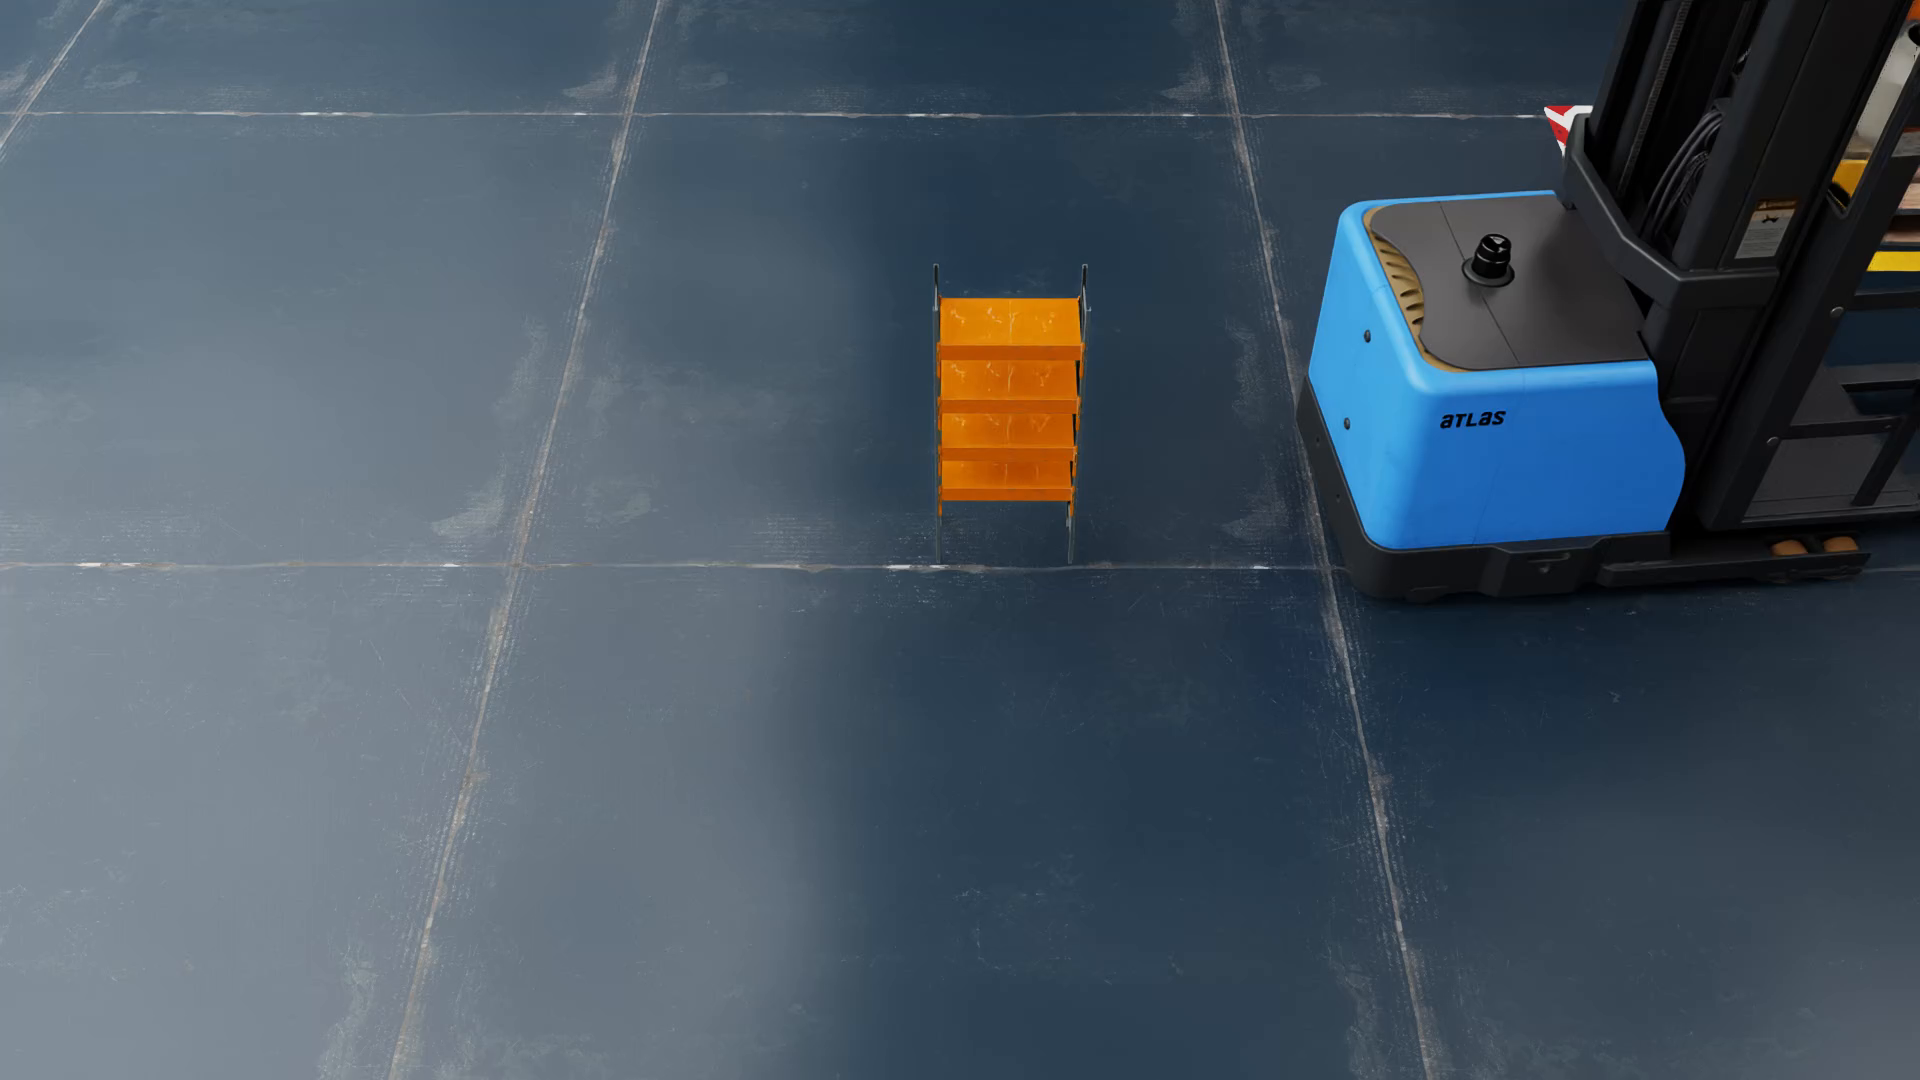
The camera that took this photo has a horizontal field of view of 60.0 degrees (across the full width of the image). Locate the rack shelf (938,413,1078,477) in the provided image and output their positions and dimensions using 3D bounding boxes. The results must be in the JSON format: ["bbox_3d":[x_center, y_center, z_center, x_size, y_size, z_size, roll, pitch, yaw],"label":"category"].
[{"bbox_3d":[0.166,-0.363,5.860,0.480,0.148,0.258,0,47,0],"label":"rack shelf"}]

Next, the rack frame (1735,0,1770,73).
[{"bbox_3d":[3.672,-2.680,6.695,0.127,3.000,1.000,0,47,0],"label":"rack frame"}]

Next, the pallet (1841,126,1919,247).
[{"bbox_3d":[4.561,-1.758,7.742,1.213,0.211,1.003,0,47,0],"label":"pallet"}]

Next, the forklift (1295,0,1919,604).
[{"bbox_3d":[2.881,-1.224,5.387,3.031,2.935,1.130,-4,47,-4],"label":"forklift"}]

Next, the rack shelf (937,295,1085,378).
[{"bbox_3d":[0.166,-0.676,5.523,0.480,0.148,0.258,0,47,0],"label":"rack shelf"}]

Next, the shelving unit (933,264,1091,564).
[{"bbox_3d":[0.166,-0.408,5.810,0.503,1.200,0.258,0,47,0],"label":"shelving unit"}]

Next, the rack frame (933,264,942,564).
[{"bbox_3d":[-0.078,-0.409,5.811,0.015,1.200,0.240,0,47,0],"label":"rack frame"}]

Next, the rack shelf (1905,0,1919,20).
[{"bbox_3d":[5.672,-2.429,6.953,4.000,0.370,1.077,0,47,0],"label":"rack shelf"}]

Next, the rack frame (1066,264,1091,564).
[{"bbox_3d":[0.410,-0.408,5.810,0.015,1.200,0.240,0,47,0],"label":"rack frame"}]

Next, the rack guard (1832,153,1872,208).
[{"bbox_3d":[3.748,-1.862,7.642,0.348,0.500,1.175,0,47,0],"label":"rack guard"}]

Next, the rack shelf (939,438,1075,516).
[{"bbox_3d":[0.166,-0.227,6.005,0.480,0.148,0.258,0,47,0],"label":"rack shelf"}]

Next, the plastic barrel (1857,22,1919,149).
[{"bbox_3d":[4.331,-2.029,7.502,0.421,0.512,0.421,0,47,0],"label":"plastic barrel"}]

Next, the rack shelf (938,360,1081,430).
[{"bbox_3d":[0.166,-0.515,5.696,0.480,0.148,0.258,0,47,0],"label":"rack shelf"}]
